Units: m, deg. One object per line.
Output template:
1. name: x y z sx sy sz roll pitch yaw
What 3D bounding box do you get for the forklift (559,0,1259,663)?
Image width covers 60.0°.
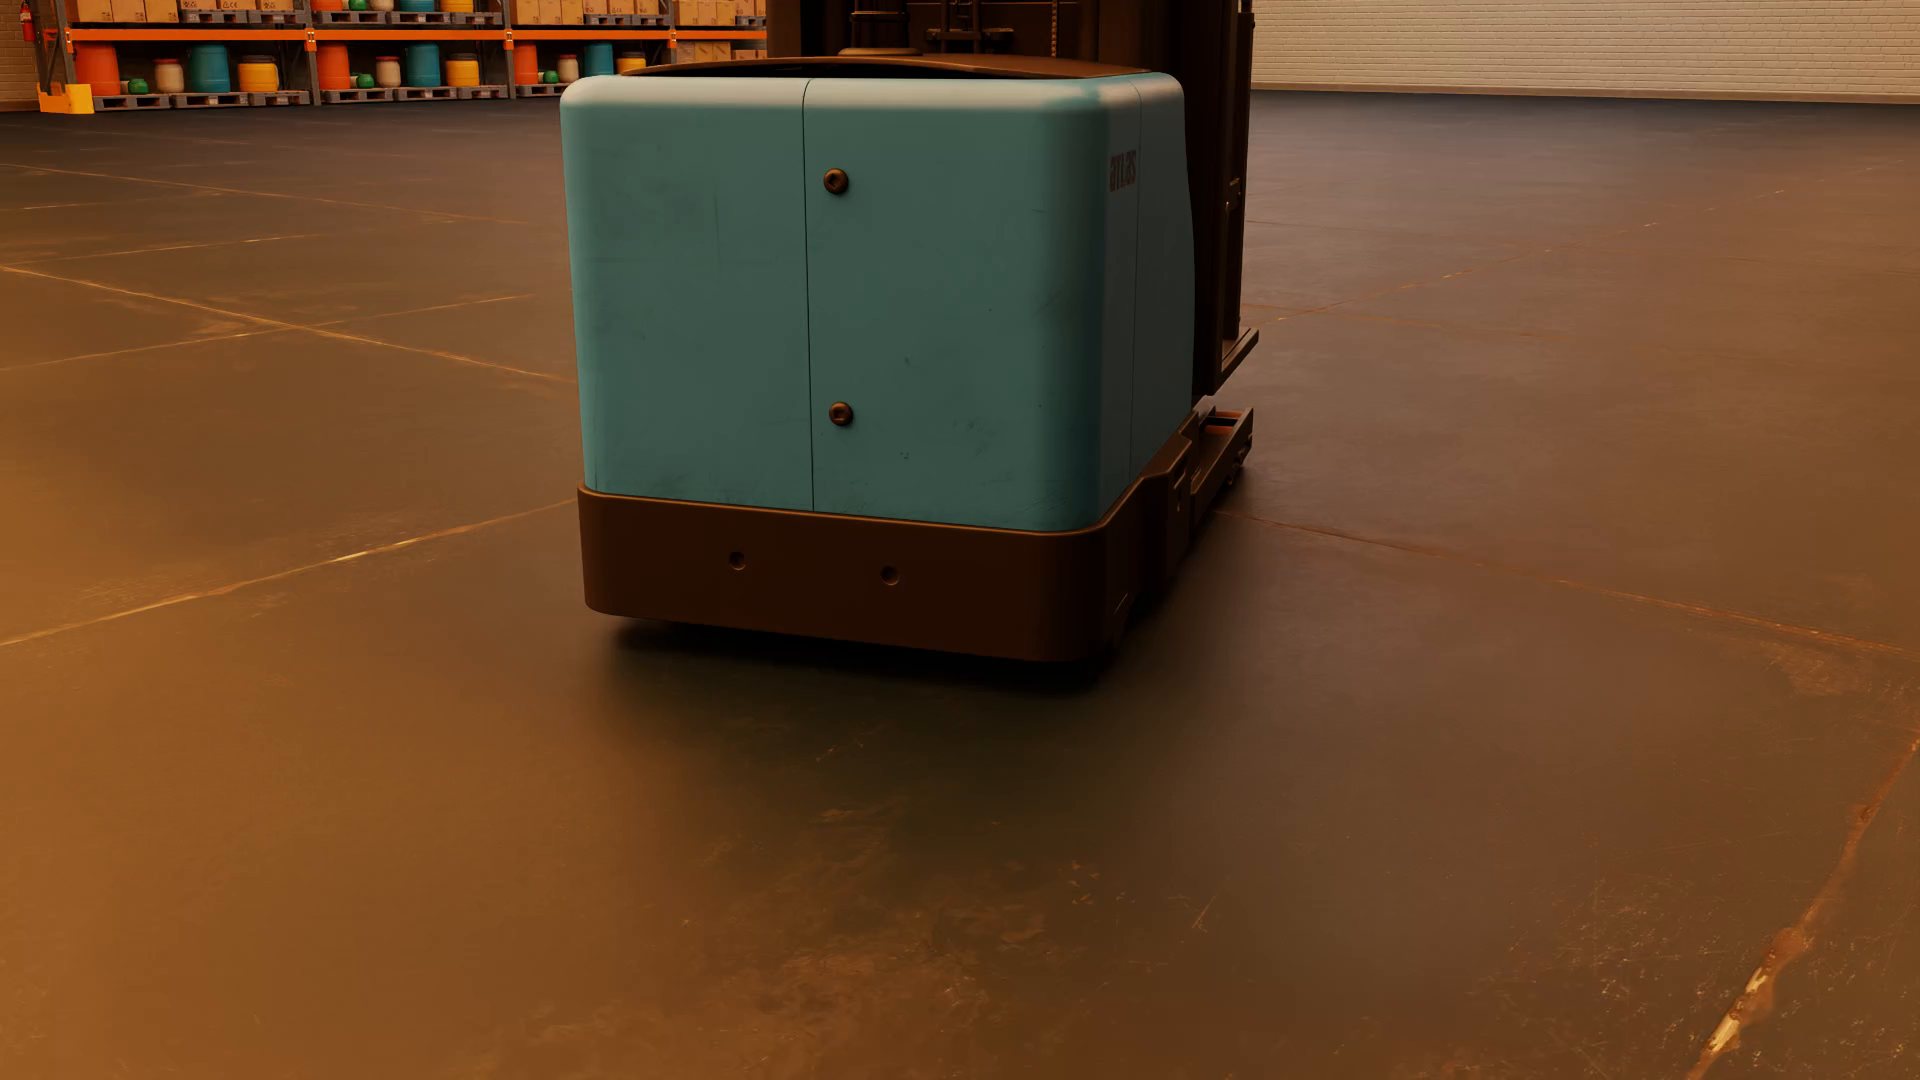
1. forklift: 0.182 -1.571 4.072 1.130 2.935 3.031 5 18 17
